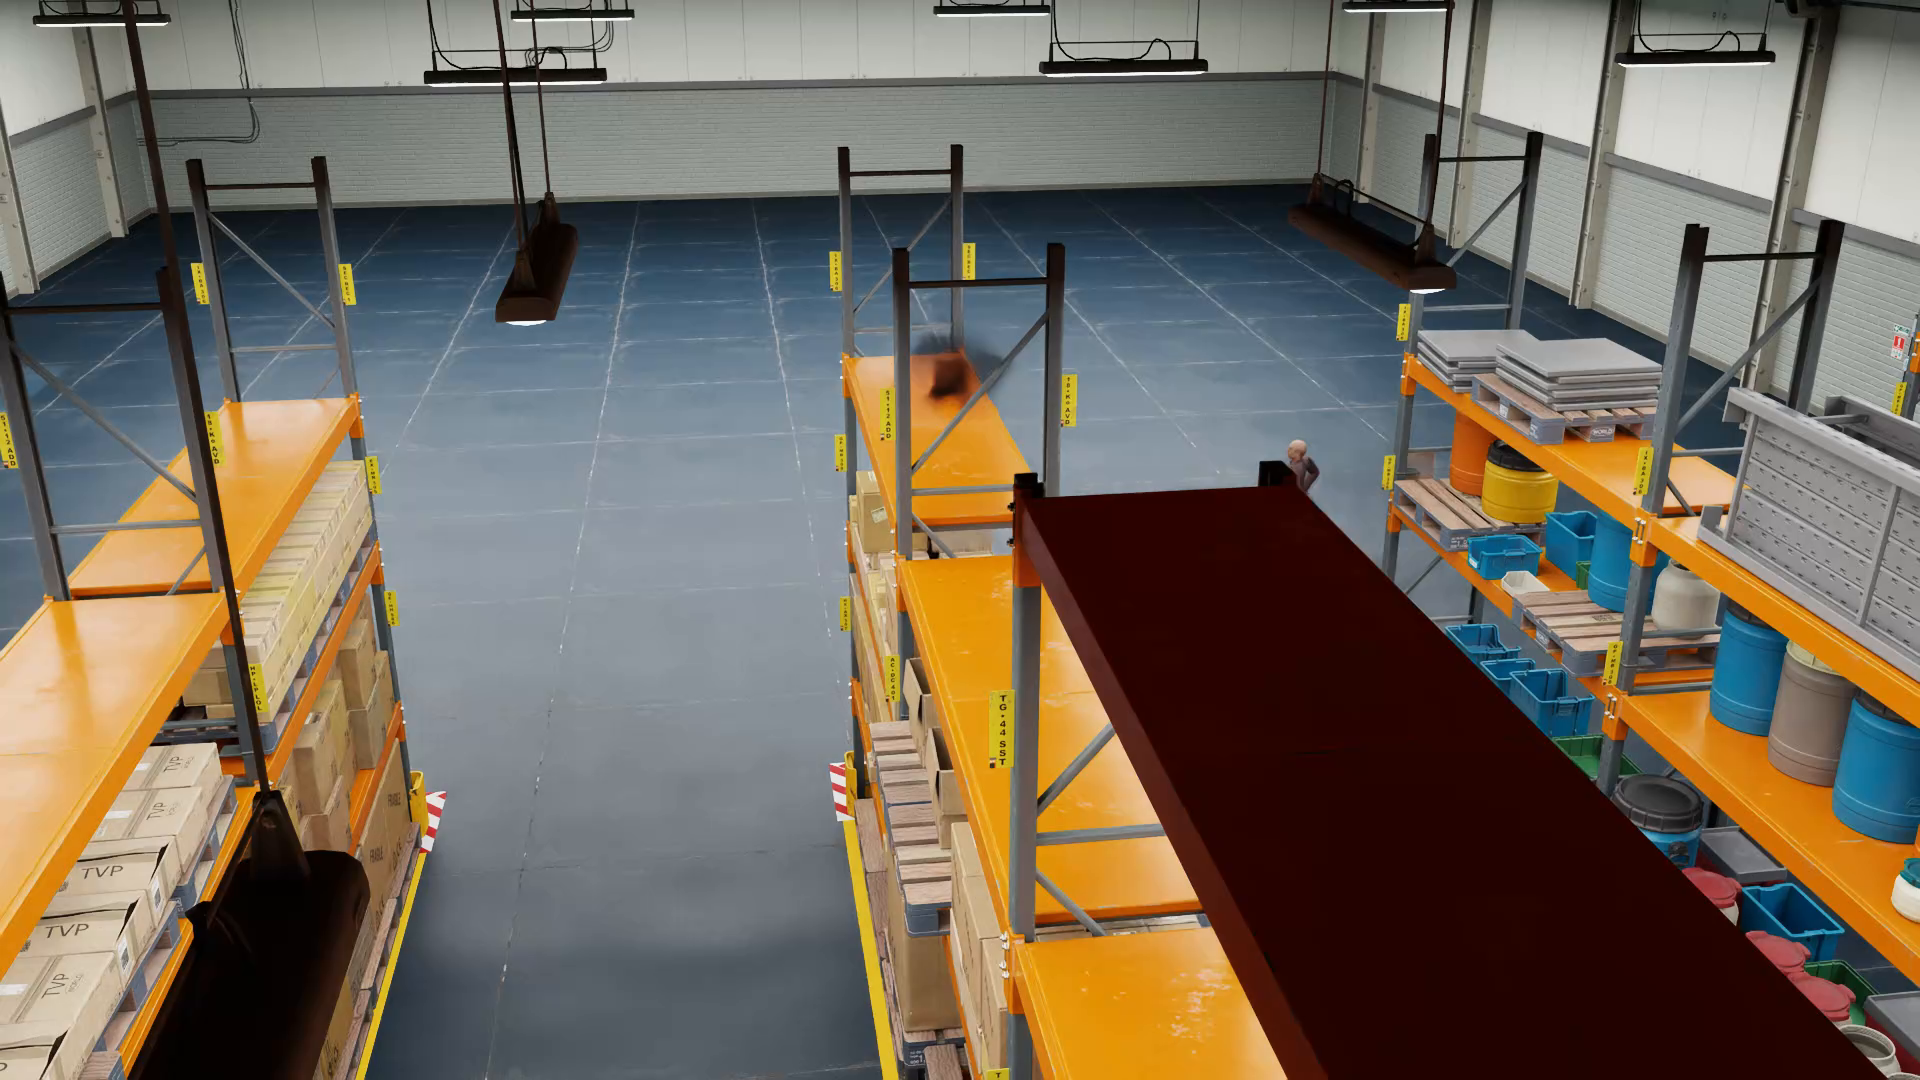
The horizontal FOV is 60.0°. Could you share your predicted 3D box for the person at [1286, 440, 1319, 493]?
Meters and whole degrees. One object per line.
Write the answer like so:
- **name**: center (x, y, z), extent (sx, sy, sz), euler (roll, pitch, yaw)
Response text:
- **person**: center (4.030, -0.347, 20.071), extent (1.041, 1.805, 0.703), euler (4, 22, 11)
